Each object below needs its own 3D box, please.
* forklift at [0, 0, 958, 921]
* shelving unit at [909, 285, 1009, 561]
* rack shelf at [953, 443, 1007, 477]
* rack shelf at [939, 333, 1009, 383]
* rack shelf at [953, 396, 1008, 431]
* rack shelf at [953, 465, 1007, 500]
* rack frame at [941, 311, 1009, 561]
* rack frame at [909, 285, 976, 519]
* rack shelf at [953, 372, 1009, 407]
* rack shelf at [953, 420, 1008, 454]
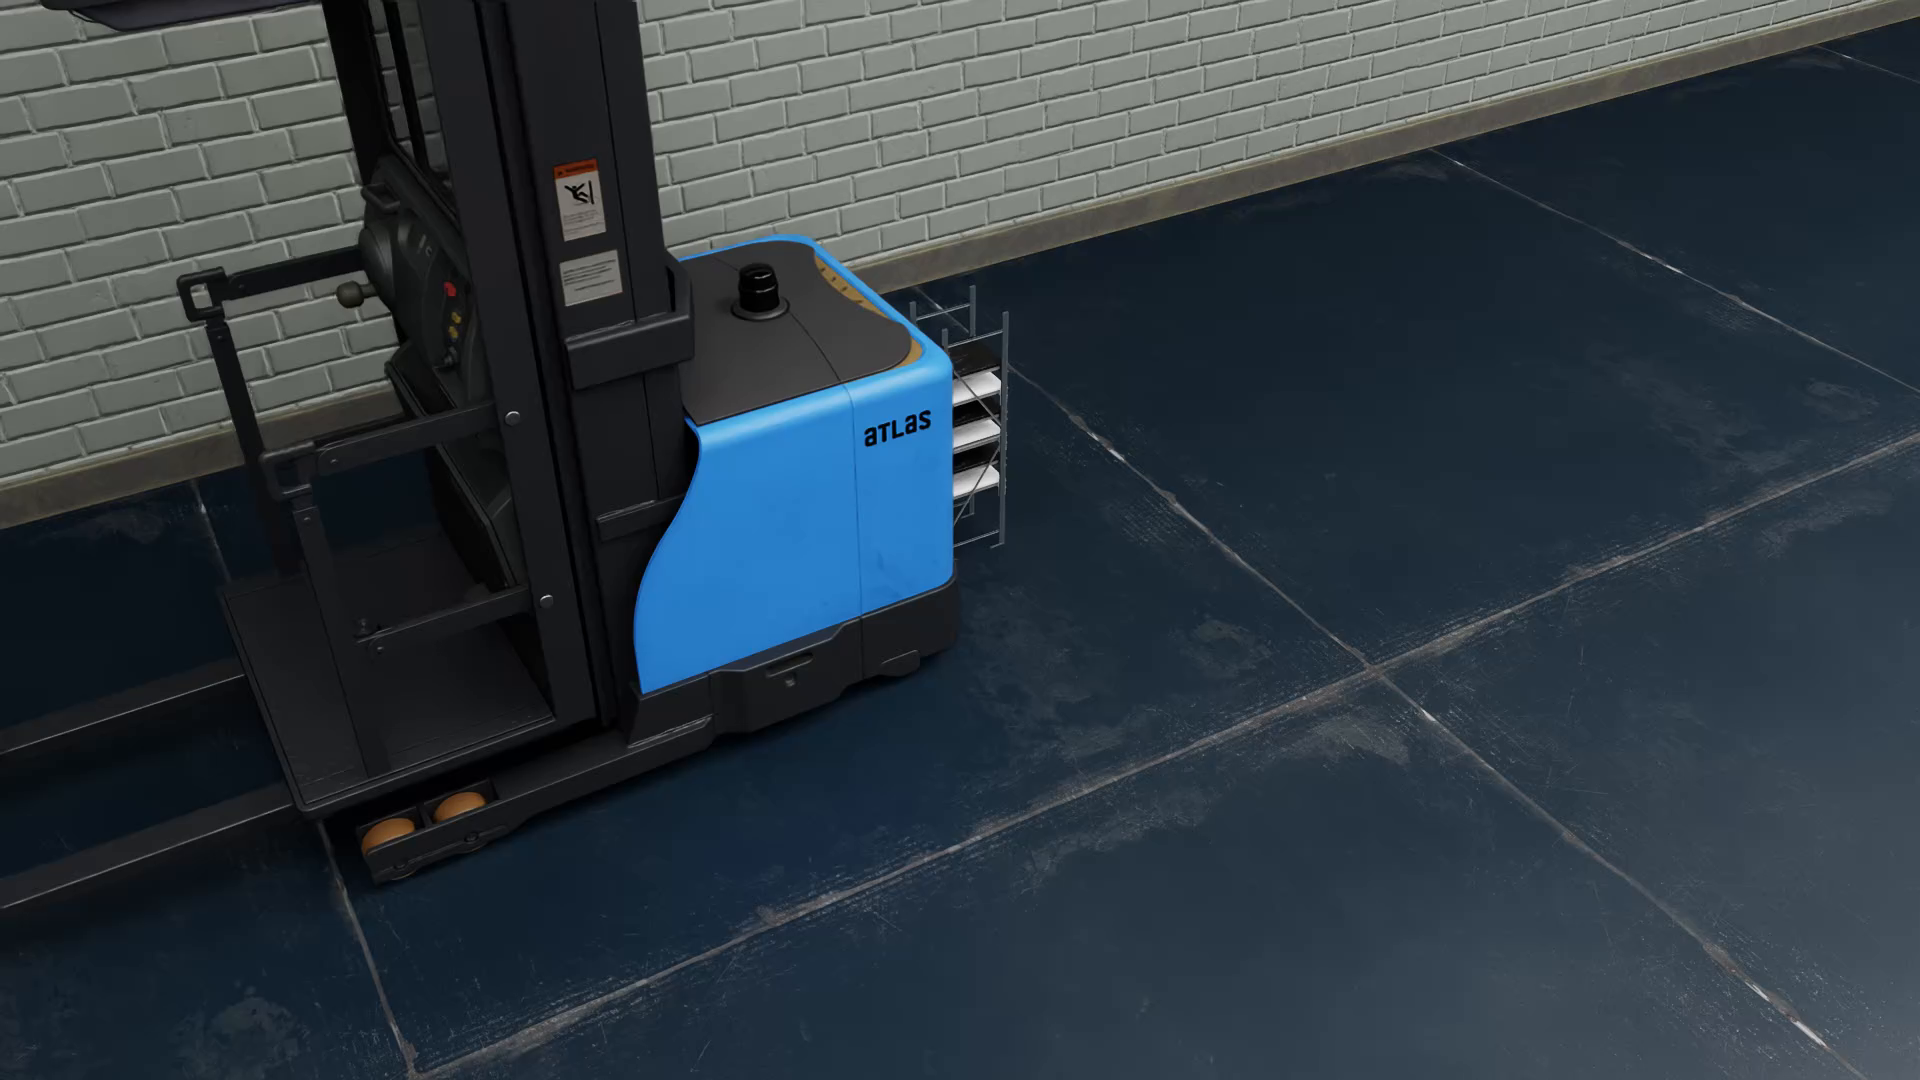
[{"bbox_3d":[-1.536,-0.623,4.118,3.031,2.935,1.130,-19,40,-24],"label":"forklift"},{"bbox_3d":[-0.004,-0.368,5.490,0.258,0.900,0.210,-19,40,-24],"label":"shelving unit"},{"bbox_3d":[-0.004,-0.268,5.563,0.258,0.077,0.200,-19,40,-24],"label":"rack shelf"},{"bbox_3d":[-0.004,-0.559,5.351,0.258,0.077,0.200,-19,40,-24],"label":"rack shelf"},{"bbox_3d":[-0.004,-0.413,5.457,0.258,0.077,0.200,-19,40,-24],"label":"rack shelf"},{"bbox_3d":[-0.004,-0.195,5.616,0.258,0.077,0.200,-19,40,-24],"label":"rack shelf"},{"bbox_3d":[0.047,-0.316,5.419,0.240,0.900,0.006,-19,40,-24],"label":"rack frame"},{"bbox_3d":[-0.055,-0.419,5.561,0.240,0.900,0.006,-19,40,-24],"label":"rack frame"},{"bbox_3d":[-0.004,-0.486,5.404,0.258,0.077,0.200,-19,40,-24],"label":"rack shelf"},{"bbox_3d":[-0.004,-0.341,5.510,0.258,0.077,0.200,-19,40,-24],"label":"rack shelf"}]
